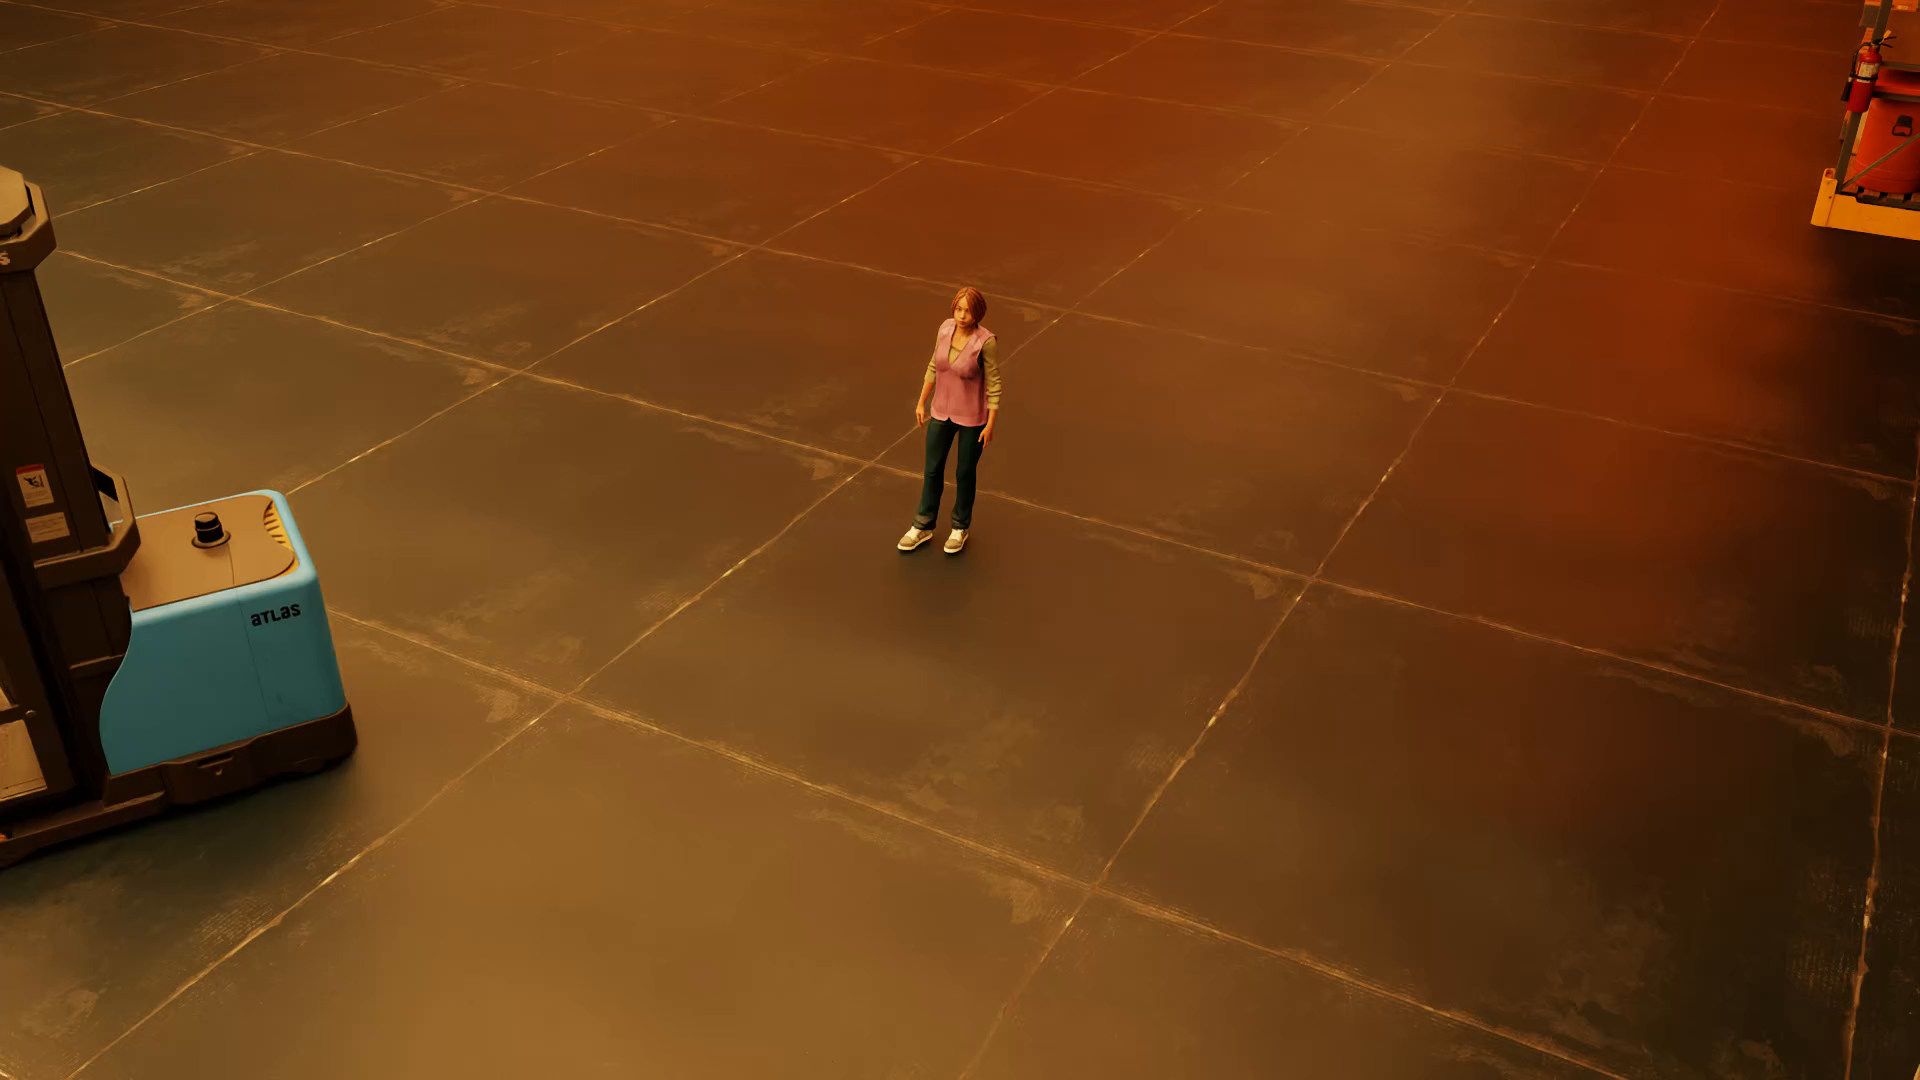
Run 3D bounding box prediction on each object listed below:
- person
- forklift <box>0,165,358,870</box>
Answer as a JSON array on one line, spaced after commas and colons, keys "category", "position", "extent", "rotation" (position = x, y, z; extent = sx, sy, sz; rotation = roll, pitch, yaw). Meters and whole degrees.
[{"category": "person", "position": [-0.048, -0.669, 9.550], "extent": [0.520, 1.597, 0.476], "rotation": [15, 33, 25]}, {"category": "forklift", "position": [-4.486, -0.044, 7.147], "extent": [3.031, 2.935, 1.130], "rotation": [-16, 33, -25]}]
